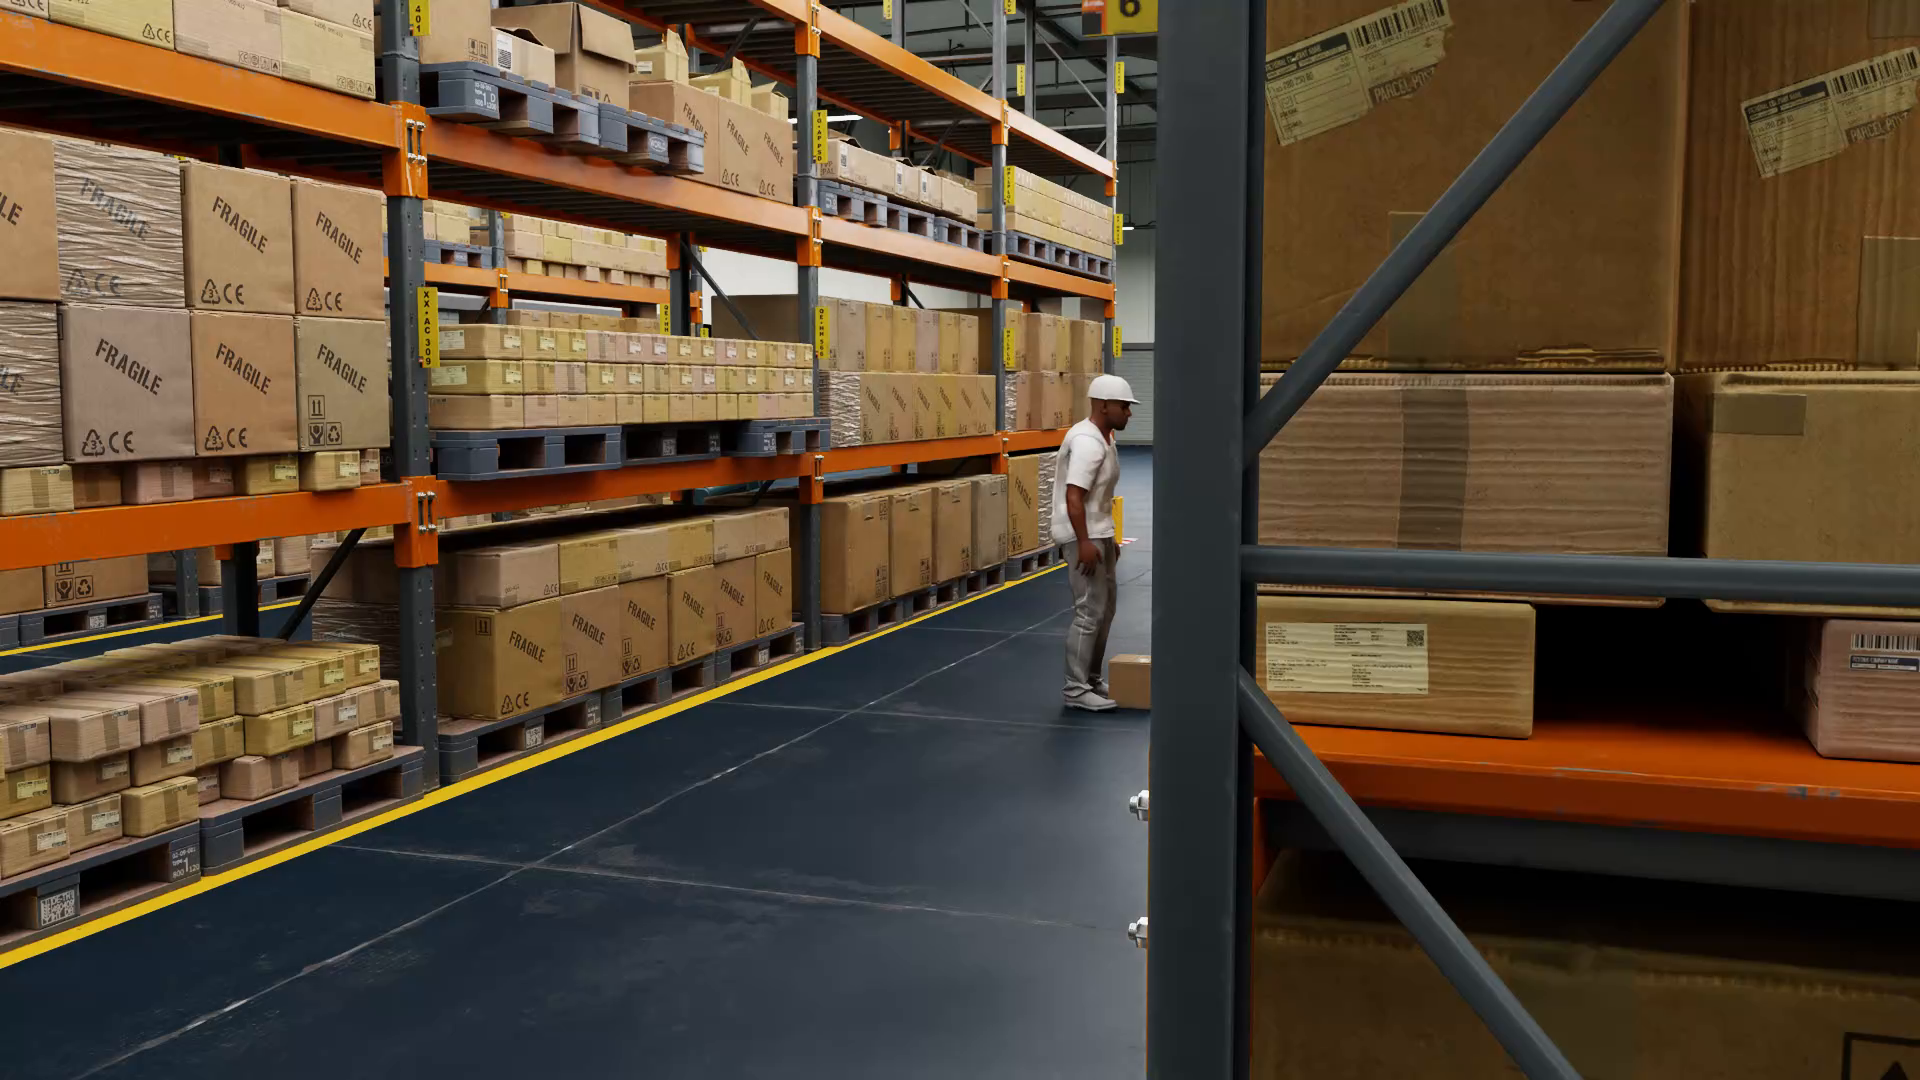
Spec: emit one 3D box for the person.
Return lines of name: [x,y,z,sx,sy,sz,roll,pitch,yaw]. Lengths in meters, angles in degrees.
person: [0.729,0.001,8.888,0.463,1.760,0.631,2,5,18]
